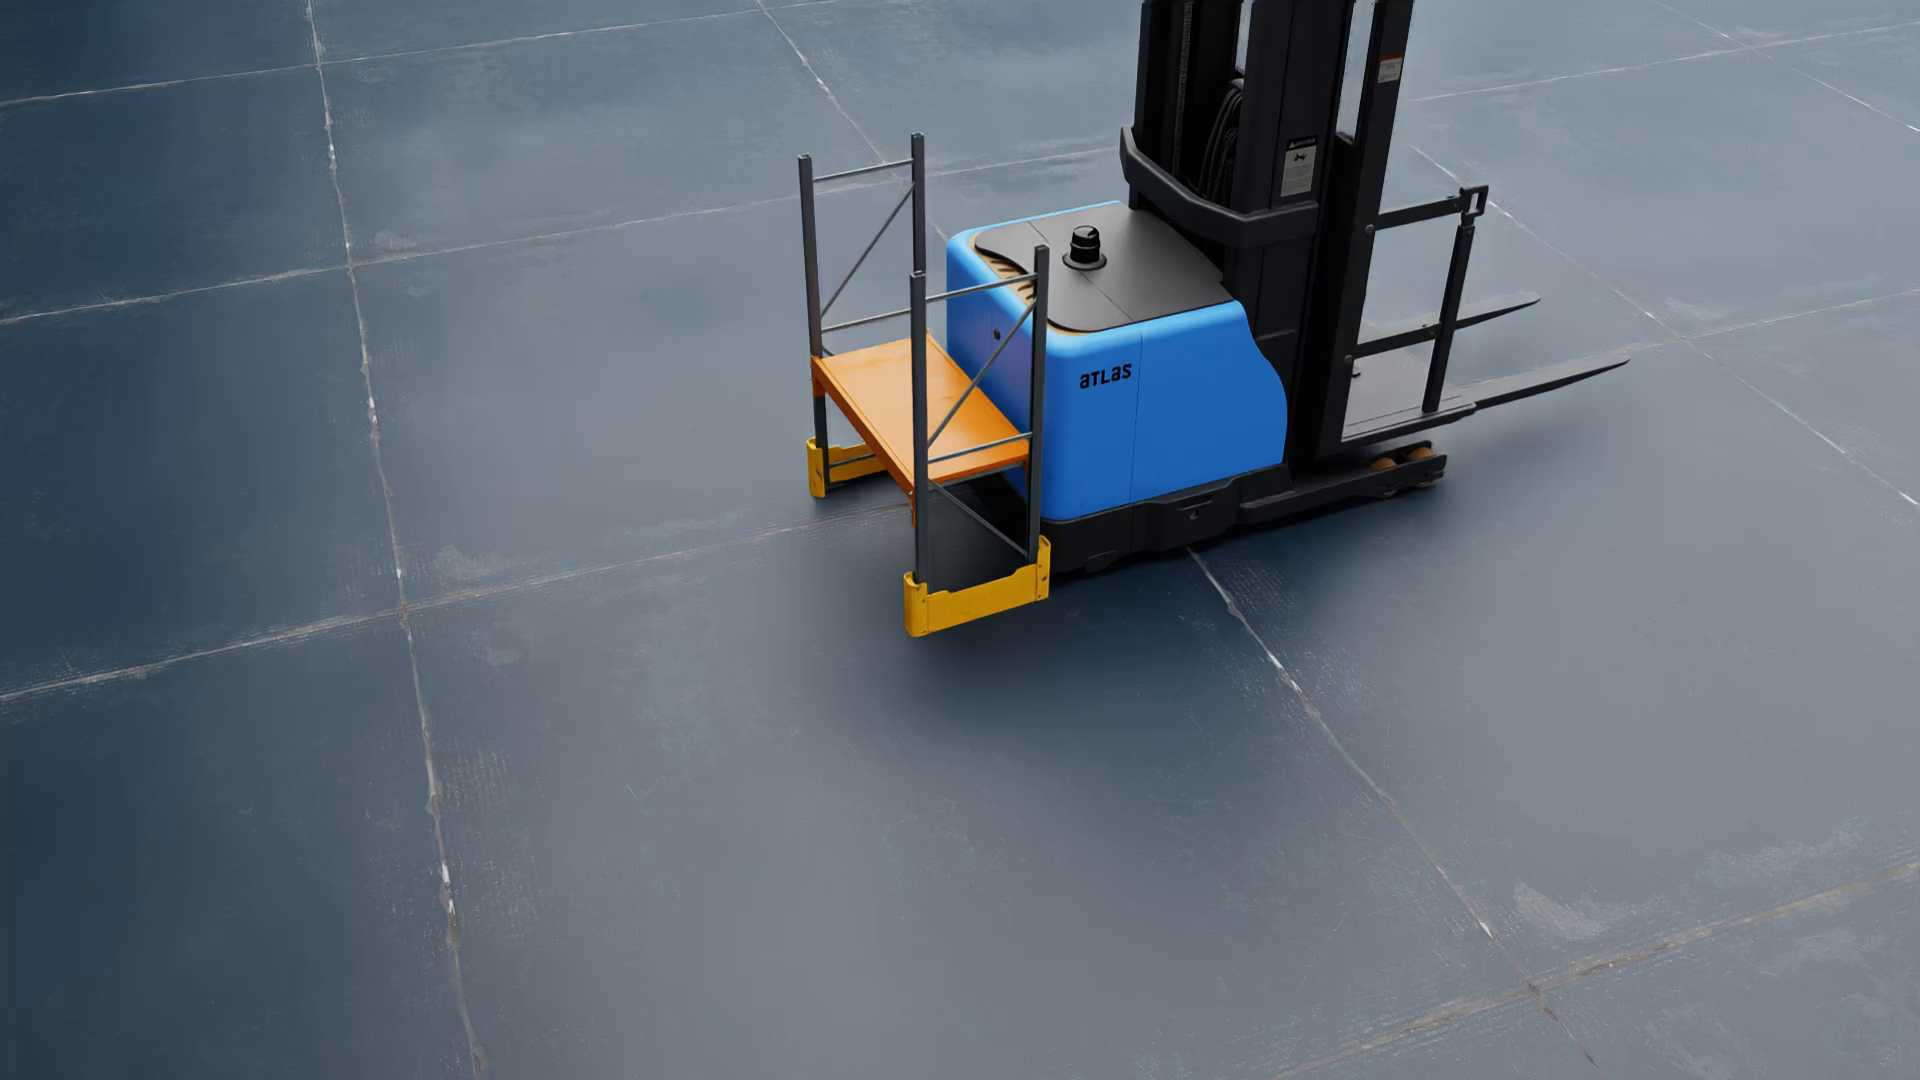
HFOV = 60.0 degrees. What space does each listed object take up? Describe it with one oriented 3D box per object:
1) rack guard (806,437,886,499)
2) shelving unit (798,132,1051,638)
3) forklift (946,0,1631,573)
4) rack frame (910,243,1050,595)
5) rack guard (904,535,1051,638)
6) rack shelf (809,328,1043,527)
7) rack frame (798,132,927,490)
[{"bbox_3d":[-0.359,-0.367,7.030,0.587,0.250,0.087,-16,40,-20],"label":"rack guard"},{"bbox_3d":[-0.145,-0.596,6.294,0.587,1.500,1.083,-16,40,-20],"label":"shelving unit"},{"bbox_3d":[1.495,-1.623,6.468,3.031,2.935,1.130,-15,39,-19],"label":"forklift"},{"bbox_3d":[0.068,-0.324,5.934,0.500,1.500,0.032,-16,40,-20],"label":"rack frame"},{"bbox_3d":[0.068,0.174,6.311,0.587,0.250,0.087,-16,40,-20],"label":"rack guard"},{"bbox_3d":[-0.149,-0.457,6.409,0.538,0.185,1.000,-16,40,-20],"label":"rack shelf"},{"bbox_3d":[-0.367,-0.877,6.668,0.500,1.500,0.032,-16,40,-20],"label":"rack frame"}]
